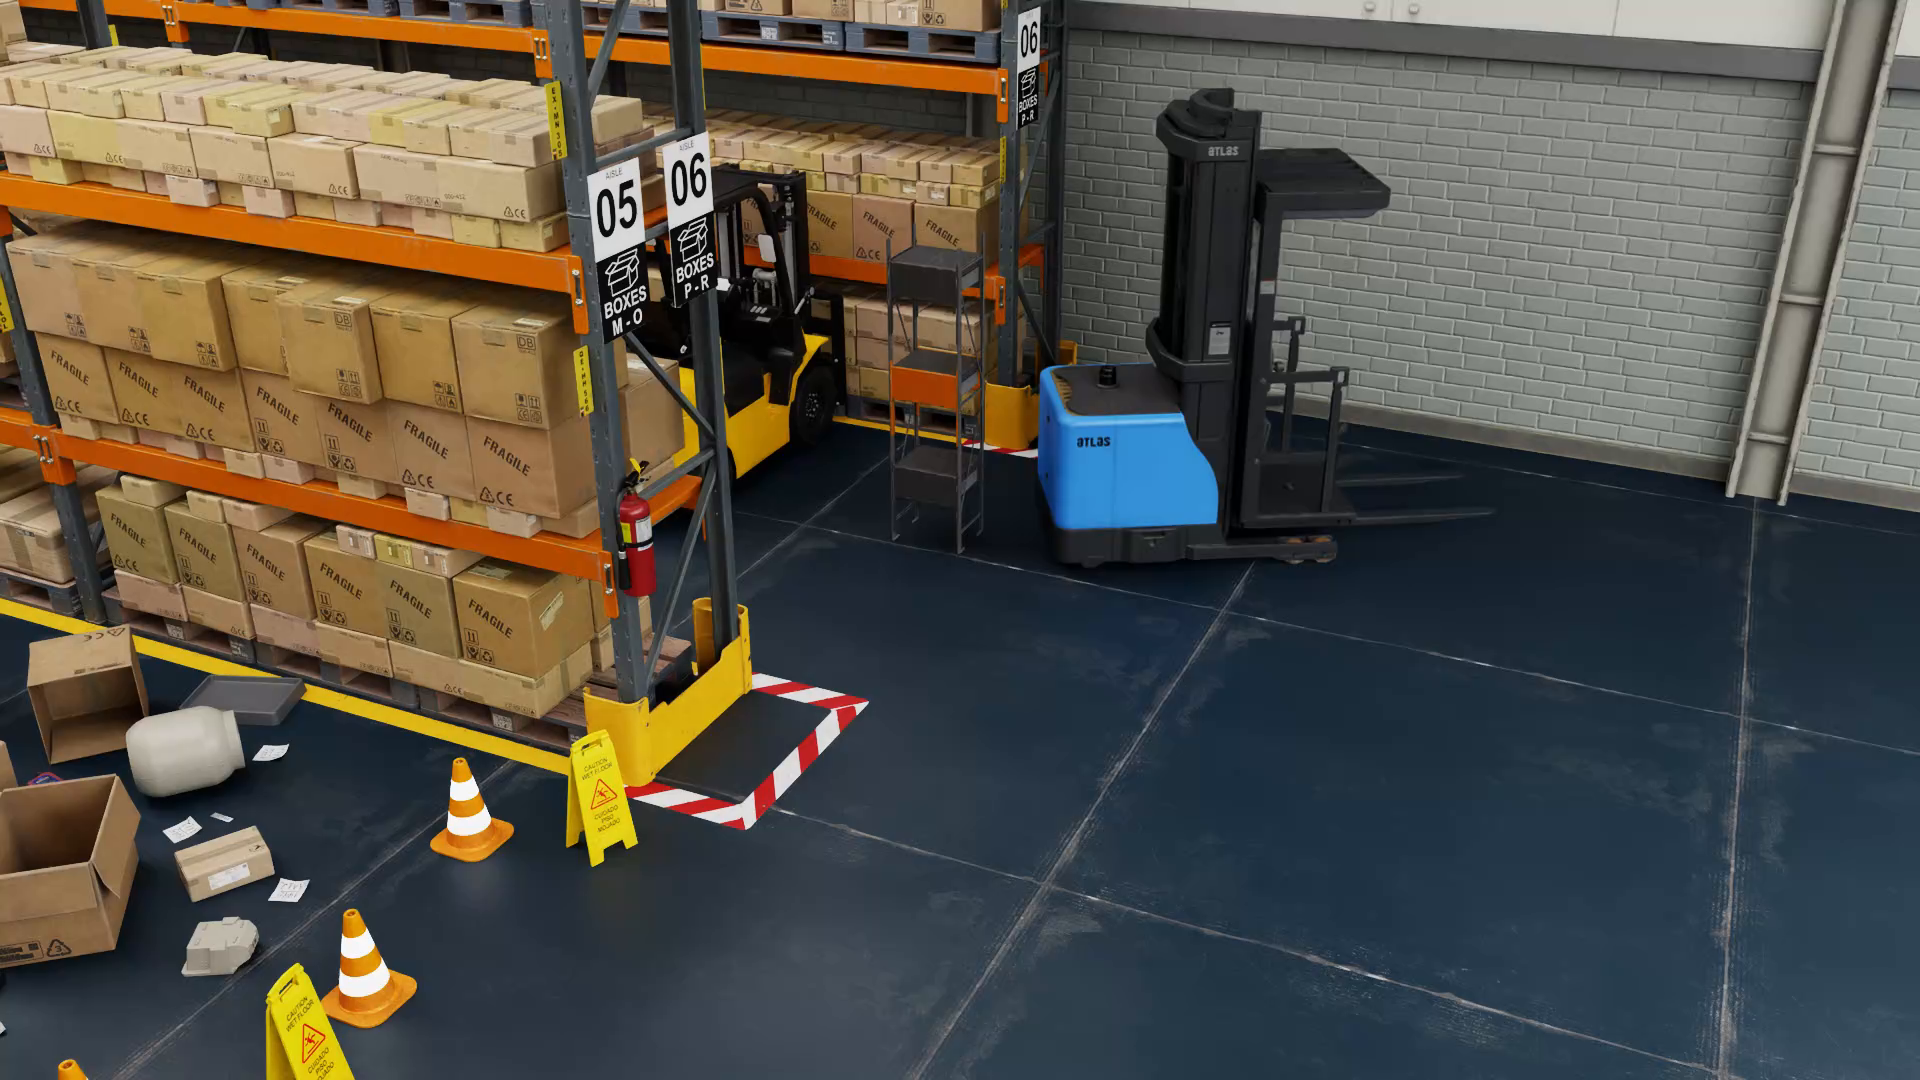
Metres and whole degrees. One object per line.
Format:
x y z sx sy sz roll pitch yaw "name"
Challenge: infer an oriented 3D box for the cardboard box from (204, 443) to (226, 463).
-4.021 -0.572 9.370 0.250 0.149 0.380 11 28 22 "cardboard box"

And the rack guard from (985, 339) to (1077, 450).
0.567 -1.168 13.125 0.348 0.500 1.175 11 28 22 "rack guard"

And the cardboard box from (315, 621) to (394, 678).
-3.300 0.517 9.510 0.500 0.250 0.500 10 28 20 "cardboard box"

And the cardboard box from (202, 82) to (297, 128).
-3.546 -2.179 8.336 0.250 0.149 0.380 12 29 23 "cardboard box"

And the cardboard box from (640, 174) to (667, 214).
-1.674 -1.721 8.308 0.250 0.149 0.380 11 28 22 "cardboard box"

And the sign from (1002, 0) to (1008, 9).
0.308 -3.785 11.303 0.005 0.325 0.100 11 28 22 "sign"

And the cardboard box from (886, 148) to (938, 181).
-0.355 -2.813 12.453 0.250 0.149 0.380 12 29 23 "cardboard box"

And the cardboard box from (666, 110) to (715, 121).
-2.223 -3.452 13.750 0.250 0.149 0.380 11 28 21 "cardboard box"

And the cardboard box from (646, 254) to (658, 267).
-2.786 -2.213 13.925 0.500 0.250 0.500 11 28 21 "cardboard box"

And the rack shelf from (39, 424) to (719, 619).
-3.327 -0.340 9.428 4.000 0.370 1.077 11 28 22 "rack shelf"

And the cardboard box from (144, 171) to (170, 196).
-4.028 -1.919 8.711 0.250 0.149 0.380 10 28 20 "cardboard box"

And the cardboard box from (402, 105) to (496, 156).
-2.395 -1.933 7.835 0.250 0.149 0.380 11 28 21 "cardboard box"

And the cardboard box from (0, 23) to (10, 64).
-5.728 -2.774 9.291 0.500 0.250 0.500 12 29 23 "cardboard box"

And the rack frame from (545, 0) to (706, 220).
-1.506 -2.988 7.202 0.127 3.000 1.000 11 28 22 "rack frame"

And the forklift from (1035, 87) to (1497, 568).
2.077 -1.386 10.818 3.031 2.935 1.130 -2 26 -5 "forklift"

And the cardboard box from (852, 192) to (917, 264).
-0.480 -2.421 12.728 0.500 0.500 0.500 12 29 23 "cardboard box"

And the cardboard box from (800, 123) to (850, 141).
-1.068 -3.204 13.248 0.250 0.149 0.380 12 28 22 "cardboard box"

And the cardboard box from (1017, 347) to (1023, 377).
0.179 -1.417 13.439 0.500 0.250 0.500 11 28 22 "cardboard box"

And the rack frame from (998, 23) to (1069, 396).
0.545 -2.293 12.582 0.127 3.000 1.000 11 28 22 "rack frame"

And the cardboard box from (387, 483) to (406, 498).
-2.858 -0.362 8.943 0.250 0.149 0.380 12 29 23 "cardboard box"

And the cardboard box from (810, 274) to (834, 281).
-1.185 -2.143 13.782 0.500 0.250 0.500 11 28 21 "cardboard box"

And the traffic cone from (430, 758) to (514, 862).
-2.431 1.281 8.193 0.334 0.463 0.336 11 28 22 "traffic cone"

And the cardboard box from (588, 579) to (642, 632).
-2.148 0.149 9.409 0.500 0.500 0.500 10 28 20 "cardboard box"

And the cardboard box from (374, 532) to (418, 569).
-2.933 -0.008 8.994 0.250 0.149 0.380 12 29 23 "cardboard box"

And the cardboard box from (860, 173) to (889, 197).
-0.563 -2.737 12.635 0.250 0.149 0.380 11 28 21 "cardboard box"

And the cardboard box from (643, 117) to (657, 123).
-2.646 -3.312 13.467 0.250 0.149 0.380 12 29 23 "cardboard box"

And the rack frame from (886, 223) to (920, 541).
-0.373 -1.017 11.008 0.015 2.100 0.400 11 28 22 "rack frame"

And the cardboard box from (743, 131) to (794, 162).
-1.489 -3.074 12.984 0.250 0.149 0.380 11 28 22 "cardboard box"

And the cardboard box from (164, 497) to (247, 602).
-4.230 -0.010 9.732 0.500 0.500 0.500 13 29 24 "cardboard box"

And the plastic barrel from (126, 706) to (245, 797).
-4.013 1.090 8.626 0.512 0.421 0.421 -12 29 -23 "plastic barrel"

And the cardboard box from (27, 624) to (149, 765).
-4.735 0.835 9.055 0.500 0.500 0.500 -12 29 -23 "cardboard box"

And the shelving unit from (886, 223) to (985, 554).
-0.151 -0.972 10.917 0.503 2.100 0.431 11 28 22 "shelving unit"

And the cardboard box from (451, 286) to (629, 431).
-2.061 -0.929 8.229 0.500 0.500 0.700 11 28 21 "cardboard box"

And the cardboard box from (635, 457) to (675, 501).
-1.730 -0.329 8.877 0.250 0.149 0.380 11 28 22 "cardboard box"

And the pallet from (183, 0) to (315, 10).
-6.082 -4.929 14.753 1.003 0.211 1.213 13 29 24 "pallet"

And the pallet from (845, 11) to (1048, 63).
-0.088 -3.739 12.223 1.213 0.211 1.003 11 28 22 "pallet"

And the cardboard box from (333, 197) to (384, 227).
-2.864 -1.677 8.218 0.250 0.149 0.380 11 28 21 "cardboard box"

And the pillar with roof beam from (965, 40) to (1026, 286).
-1.498 -3.744 8.736 0.400 9.000 9.100 11 28 22 "pillar with roof beam"

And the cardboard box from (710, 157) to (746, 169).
-1.761 -2.951 13.070 0.250 0.149 0.380 10 28 20 "cardboard box"

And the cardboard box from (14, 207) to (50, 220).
-9.090 -3.189 16.756 0.500 0.500 0.500 10 28 20 "cardboard box"

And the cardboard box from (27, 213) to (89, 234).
-5.429 -1.914 10.152 0.250 0.149 0.380 11 28 22 "cardboard box"

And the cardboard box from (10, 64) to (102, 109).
-4.747 -2.394 8.773 0.250 0.149 0.380 12 29 23 "cardboard box"

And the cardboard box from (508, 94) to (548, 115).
-1.981 -2.074 8.123 0.250 0.149 0.380 11 28 22 "cardboard box"

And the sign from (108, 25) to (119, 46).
-4.930 -2.825 9.681 0.005 0.325 0.100 11 28 22 "sign"

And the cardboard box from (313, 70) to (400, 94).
-3.117 -2.325 8.633 0.250 0.149 0.380 12 29 23 "cardboard box"

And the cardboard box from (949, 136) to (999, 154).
0.112 -2.984 12.800 0.250 0.149 0.380 12 29 24 "cardboard box"

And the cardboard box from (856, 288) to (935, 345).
-0.470 -1.747 12.977 0.500 0.250 0.500 12 29 23 "cardboard box"

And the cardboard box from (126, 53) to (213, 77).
-4.300 -2.549 9.086 0.250 0.149 0.380 12 29 23 "cardboard box"

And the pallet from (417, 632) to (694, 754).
-2.300 0.778 9.501 1.213 0.211 1.003 11 28 22 "pallet"

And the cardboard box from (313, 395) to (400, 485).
-3.022 -0.650 8.794 0.500 0.500 0.500 11 28 22 "cardboard box"

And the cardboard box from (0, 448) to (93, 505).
-6.282 -0.263 10.957 0.625 0.372 0.950 13 29 25 "cardboard box"

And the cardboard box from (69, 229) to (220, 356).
-4.381 -1.385 9.155 0.500 0.500 0.700 12 28 22 "cardboard box"

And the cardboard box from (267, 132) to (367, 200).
-3.015 -1.879 8.178 0.500 0.250 0.500 12 29 23 "cardboard box"

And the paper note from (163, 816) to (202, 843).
-3.902 1.452 8.348 0.142 0.019 0.148 23 35 39 "paper note"

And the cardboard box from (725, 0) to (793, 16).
-1.366 -4.251 12.458 0.637 0.503 0.797 12 29 23 "cardboard box"
